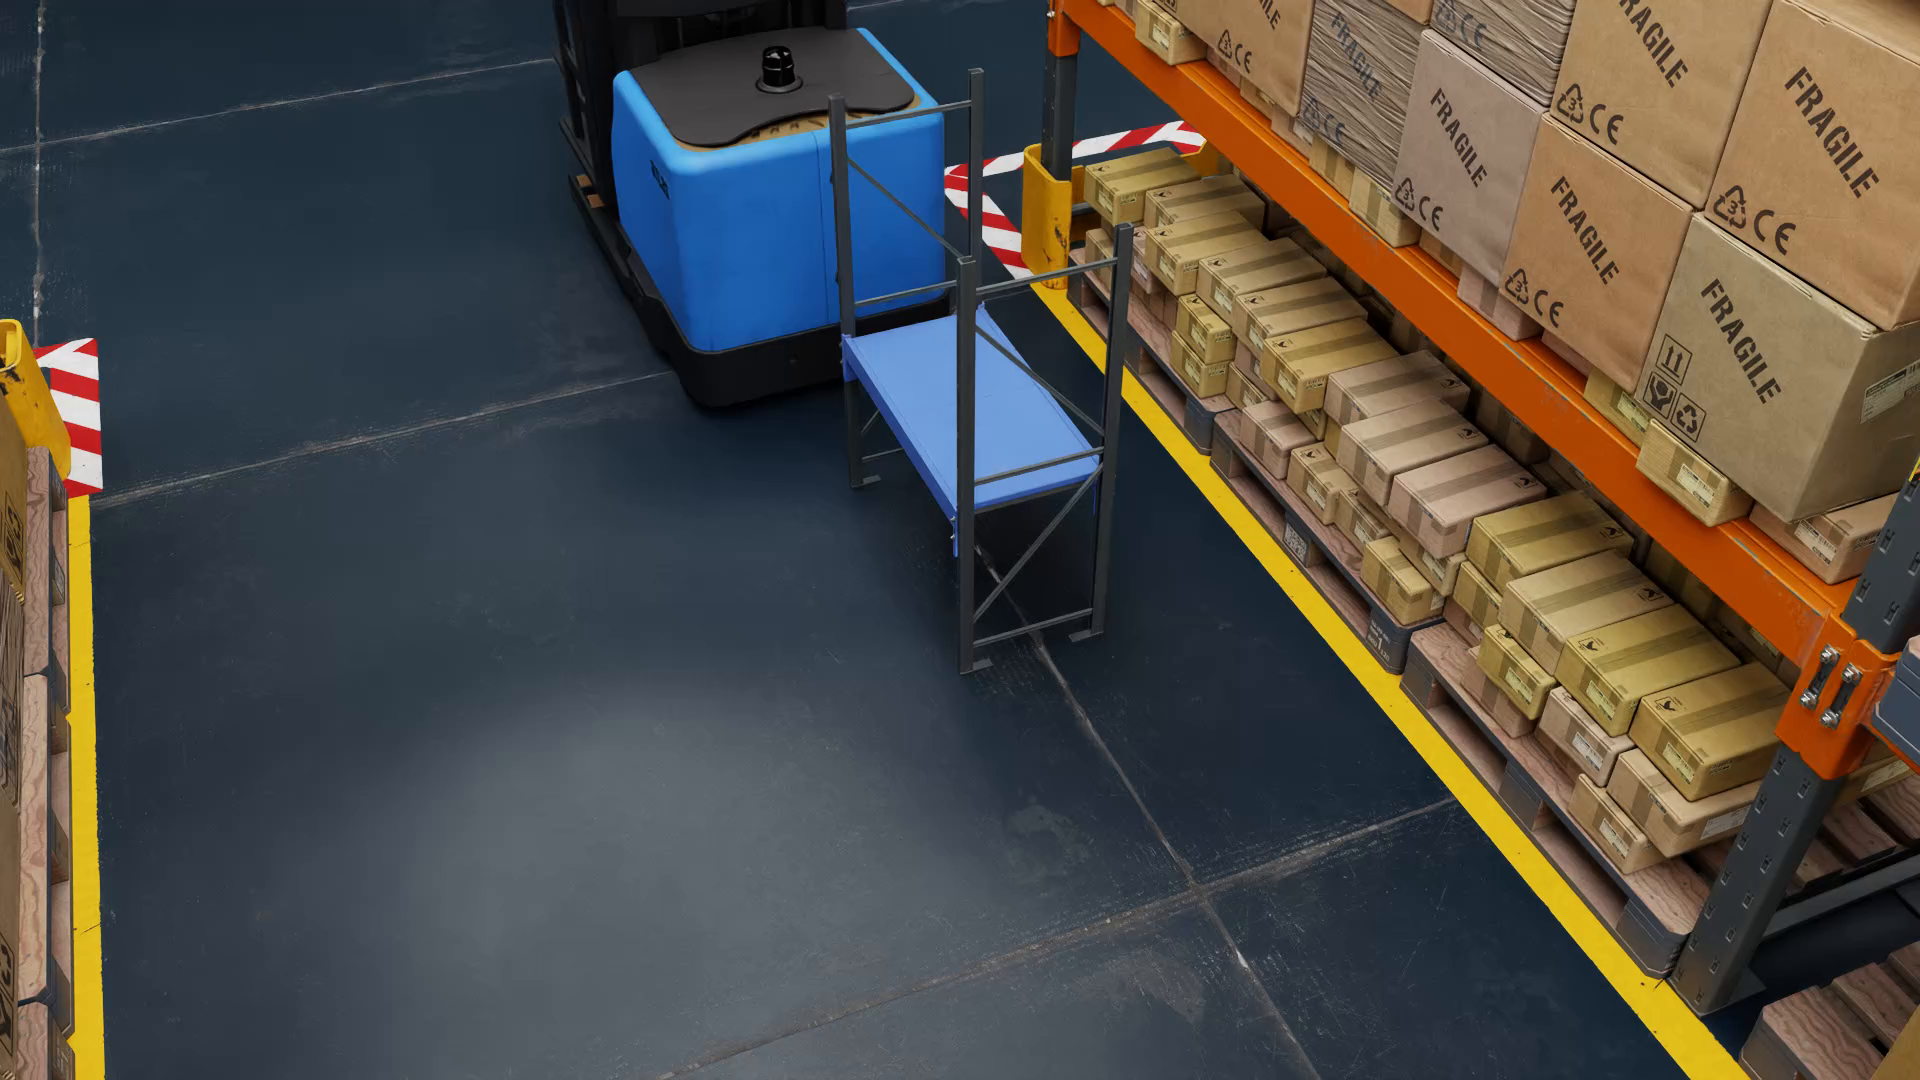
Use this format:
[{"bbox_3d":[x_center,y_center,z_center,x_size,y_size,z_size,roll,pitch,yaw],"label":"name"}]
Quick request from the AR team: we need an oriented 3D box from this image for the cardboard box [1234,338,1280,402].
[{"bbox_3d":[1.197,-0.656,5.849,0.380,0.149,0.250,-17,44,-19],"label":"cardboard box"}]

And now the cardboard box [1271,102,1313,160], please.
[{"bbox_3d":[1.204,-1.329,5.188,0.380,0.149,0.250,-16,43,-18],"label":"cardboard box"}]

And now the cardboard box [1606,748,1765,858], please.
[{"bbox_3d":[1.935,0.641,4.340,0.380,0.149,0.250,-14,43,-16],"label":"cardboard box"}]

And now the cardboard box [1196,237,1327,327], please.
[{"bbox_3d":[1.071,-0.922,5.930,0.380,0.149,0.250,-17,44,-19],"label":"cardboard box"}]

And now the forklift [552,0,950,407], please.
[{"bbox_3d":[-1.099,-2.573,6.494,1.130,2.935,3.031,-16,43,-18],"label":"forklift"}]

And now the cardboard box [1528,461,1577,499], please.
[{"bbox_3d":[2.016,-0.149,5.259,0.380,0.149,0.250,-13,42,-15],"label":"cardboard box"}]

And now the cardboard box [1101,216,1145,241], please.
[{"bbox_3d":[0.782,-1.278,6.572,0.380,0.149,0.250,-13,42,-15],"label":"cardboard box"}]

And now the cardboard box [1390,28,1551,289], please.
[{"bbox_3d":[1.517,-1.042,4.356,0.500,0.500,0.500,-15,43,-17],"label":"cardboard box"}]

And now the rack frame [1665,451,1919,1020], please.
[{"bbox_3d":[2.349,-0.057,3.516,1.000,3.000,0.127,-15,43,-17],"label":"rack frame"}]

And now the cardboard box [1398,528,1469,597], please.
[{"bbox_3d":[1.580,0.000,5.086,0.380,0.149,0.250,-14,43,-16],"label":"cardboard box"}]

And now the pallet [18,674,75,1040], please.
[{"bbox_3d":[-2.961,0.963,4.469,1.003,0.211,1.213,-15,43,-17],"label":"pallet"}]

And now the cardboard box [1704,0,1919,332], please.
[{"bbox_3d":[1.920,-0.803,3.311,0.500,0.500,0.500,-17,43,-18],"label":"cardboard box"}]

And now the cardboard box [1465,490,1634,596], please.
[{"bbox_3d":[1.709,0.021,4.833,0.380,0.149,0.250,-14,43,-15],"label":"cardboard box"}]

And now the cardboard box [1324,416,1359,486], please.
[{"bbox_3d":[1.434,-0.338,5.479,0.380,0.149,0.250,-13,42,-15],"label":"cardboard box"}]

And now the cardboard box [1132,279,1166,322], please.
[{"bbox_3d":[0.899,-1.013,6.491,0.380,0.149,0.250,-15,43,-17],"label":"cardboard box"}]

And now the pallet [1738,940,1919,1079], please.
[{"bbox_3d":[2.649,1.469,3.880,1.003,0.211,1.213,-15,43,-17],"label":"pallet"}]

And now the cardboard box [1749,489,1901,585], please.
[{"bbox_3d":[2.024,-0.076,3.730,0.380,0.149,0.250,-16,43,-17],"label":"cardboard box"}]

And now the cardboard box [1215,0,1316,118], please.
[{"bbox_3d":[1.140,-1.664,5.080,0.500,0.500,0.500,-15,43,-16],"label":"cardboard box"}]

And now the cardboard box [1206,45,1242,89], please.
[{"bbox_3d":[1.055,-1.654,5.566,0.380,0.149,0.250,-13,42,-15],"label":"cardboard box"}]

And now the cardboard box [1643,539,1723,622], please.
[{"bbox_3d":[2.216,0.059,4.789,0.380,0.149,0.250,-16,43,-17],"label":"cardboard box"}]

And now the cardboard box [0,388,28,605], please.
[{"bbox_3d":[-3.484,-0.278,5.081,0.875,0.875,0.875,-15,43,-17],"label":"cardboard box"}]

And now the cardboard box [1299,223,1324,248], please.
[{"bbox_3d":[1.515,-1.225,6.282,0.380,0.149,0.250,-16,43,-18],"label":"cardboard box"}]

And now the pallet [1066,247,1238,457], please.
[{"bbox_3d":[1.126,-0.866,6.595,1.003,0.211,1.213,-15,43,-17],"label":"pallet"}]

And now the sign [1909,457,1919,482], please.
[{"bbox_3d":[1.851,-0.246,3.071,0.100,0.325,0.005,-15,43,-17],"label":"sign"}]

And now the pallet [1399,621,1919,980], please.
[{"bbox_3d":[2.060,0.604,4.886,1.003,0.211,1.213,-15,43,-17],"label":"pallet"}]

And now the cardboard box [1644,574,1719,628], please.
[{"bbox_3d":[2.200,0.186,4.870,0.380,0.149,0.250,-15,43,-17],"label":"cardboard box"}]

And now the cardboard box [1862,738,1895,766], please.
[{"bbox_3d":[2.506,0.453,4.559,0.380,0.149,0.250,-13,42,-15],"label":"cardboard box"}]

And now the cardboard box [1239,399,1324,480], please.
[{"bbox_3d":[1.198,-0.382,5.758,0.380,0.149,0.250,-17,44,-19],"label":"cardboard box"}]

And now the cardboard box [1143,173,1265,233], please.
[{"bbox_3d":[0.922,-1.234,6.293,0.380,0.149,0.250,-14,43,-16],"label":"cardboard box"}]

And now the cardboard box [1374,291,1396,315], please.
[{"bbox_3d":[1.710,-0.905,5.910,0.380,0.149,0.250,-14,43,-15],"label":"cardboard box"}]

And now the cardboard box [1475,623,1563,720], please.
[{"bbox_3d":[1.701,0.324,4.709,0.380,0.149,0.250,-17,43,-18],"label":"cardboard box"}]

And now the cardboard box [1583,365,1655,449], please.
[{"bbox_3d":[1.778,-0.380,4.084,0.380,0.149,0.250,-13,42,-15],"label":"cardboard box"}]

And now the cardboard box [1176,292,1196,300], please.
[{"bbox_3d":[1.010,-0.974,6.218,0.380,0.149,0.250,-15,43,-16],"label":"cardboard box"}]

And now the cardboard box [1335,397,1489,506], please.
[{"bbox_3d":[1.406,-0.278,5.181,0.380,0.149,0.250,-17,43,-18],"label":"cardboard box"}]

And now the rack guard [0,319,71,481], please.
[{"bbox_3d":[-3.812,-0.357,5.782,1.175,0.500,0.348,-15,43,-17],"label":"rack guard"}]

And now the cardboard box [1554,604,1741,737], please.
[{"bbox_3d":[1.838,0.345,4.456,0.380,0.149,0.250,-15,43,-16],"label":"cardboard box"}]

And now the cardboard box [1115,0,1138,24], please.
[{"bbox_3d":[0.776,-1.952,5.912,0.380,0.149,0.250,-14,43,-15],"label":"cardboard box"}]

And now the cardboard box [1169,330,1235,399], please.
[{"bbox_3d":[0.997,-0.683,6.108,0.380,0.149,0.250,-15,43,-16],"label":"cardboard box"}]

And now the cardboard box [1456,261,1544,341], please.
[{"bbox_3d":[1.570,-0.697,4.453,0.380,0.149,0.250,-17,43,-19],"label":"cardboard box"}]

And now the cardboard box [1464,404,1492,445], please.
[{"bbox_3d":[1.907,-0.472,5.635,0.380,0.149,0.250,-15,43,-16],"label":"cardboard box"}]

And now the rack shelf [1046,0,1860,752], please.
[{"bbox_3d":[1.584,-0.989,5.152,1.077,0.370,4.000,-15,43,-17],"label":"rack shelf"}]

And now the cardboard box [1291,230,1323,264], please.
[{"bbox_3d":[1.485,-1.099,6.363,0.380,0.149,0.250,-17,43,-19],"label":"cardboard box"}]

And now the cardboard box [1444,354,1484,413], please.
[{"bbox_3d":[1.835,-0.568,5.518,0.380,0.149,0.250,-15,43,-17],"label":"cardboard box"}]

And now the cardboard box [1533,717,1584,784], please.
[{"bbox_3d":[1.862,0.536,4.691,0.380,0.149,0.250,-14,43,-16],"label":"cardboard box"}]

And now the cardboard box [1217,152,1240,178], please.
[{"bbox_3d":[1.256,-1.515,6.619,0.380,0.149,0.250,-15,43,-16],"label":"cardboard box"}]

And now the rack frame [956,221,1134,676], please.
[{"bbox_3d":[0.227,-0.211,4.845,0.500,1.500,0.032,-15,43,-17],"label":"rack frame"}]

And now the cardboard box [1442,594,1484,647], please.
[{"bbox_3d":[1.713,0.204,5.077,0.380,0.149,0.250,-16,43,-18],"label":"cardboard box"}]

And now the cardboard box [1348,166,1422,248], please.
[{"bbox_3d":[1.359,-1.000,4.805,0.380,0.149,0.250,-14,43,-16],"label":"cardboard box"}]

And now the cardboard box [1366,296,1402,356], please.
[{"bbox_3d":[1.695,-0.790,6.004,0.380,0.149,0.250,-14,43,-16],"label":"cardboard box"}]

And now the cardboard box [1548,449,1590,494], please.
[{"bbox_3d":[2.073,-0.266,5.167,0.380,0.149,0.250,-14,43,-16],"label":"cardboard box"}]

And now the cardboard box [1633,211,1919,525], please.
[{"bbox_3d":[1.903,-0.429,3.643,0.500,0.500,0.500,-15,43,-17],"label":"cardboard box"}]

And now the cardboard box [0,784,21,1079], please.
[{"bbox_3d":[-2.795,0.806,3.820,0.875,0.875,0.875,-15,43,-17],"label":"cardboard box"}]

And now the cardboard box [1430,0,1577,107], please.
[{"bbox_3d":[1.534,-1.425,4.035,0.500,0.500,0.500,-14,43,-16],"label":"cardboard box"}]

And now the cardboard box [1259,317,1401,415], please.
[{"bbox_3d":[1.227,-0.583,5.535,0.380,0.149,0.250,-14,43,-16],"label":"cardboard box"}]

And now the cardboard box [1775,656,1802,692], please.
[{"bbox_3d":[2.409,0.380,4.416,0.380,0.149,0.250,-13,42,-15],"label":"cardboard box"}]

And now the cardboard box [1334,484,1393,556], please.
[{"bbox_3d":[1.451,-0.084,5.412,0.380,0.149,0.250,-14,43,-16],"label":"cardboard box"}]

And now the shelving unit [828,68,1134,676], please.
[{"bbox_3d":[0.033,-0.517,5.201,0.538,1.500,1.048,-15,43,-17],"label":"shelving unit"}]
